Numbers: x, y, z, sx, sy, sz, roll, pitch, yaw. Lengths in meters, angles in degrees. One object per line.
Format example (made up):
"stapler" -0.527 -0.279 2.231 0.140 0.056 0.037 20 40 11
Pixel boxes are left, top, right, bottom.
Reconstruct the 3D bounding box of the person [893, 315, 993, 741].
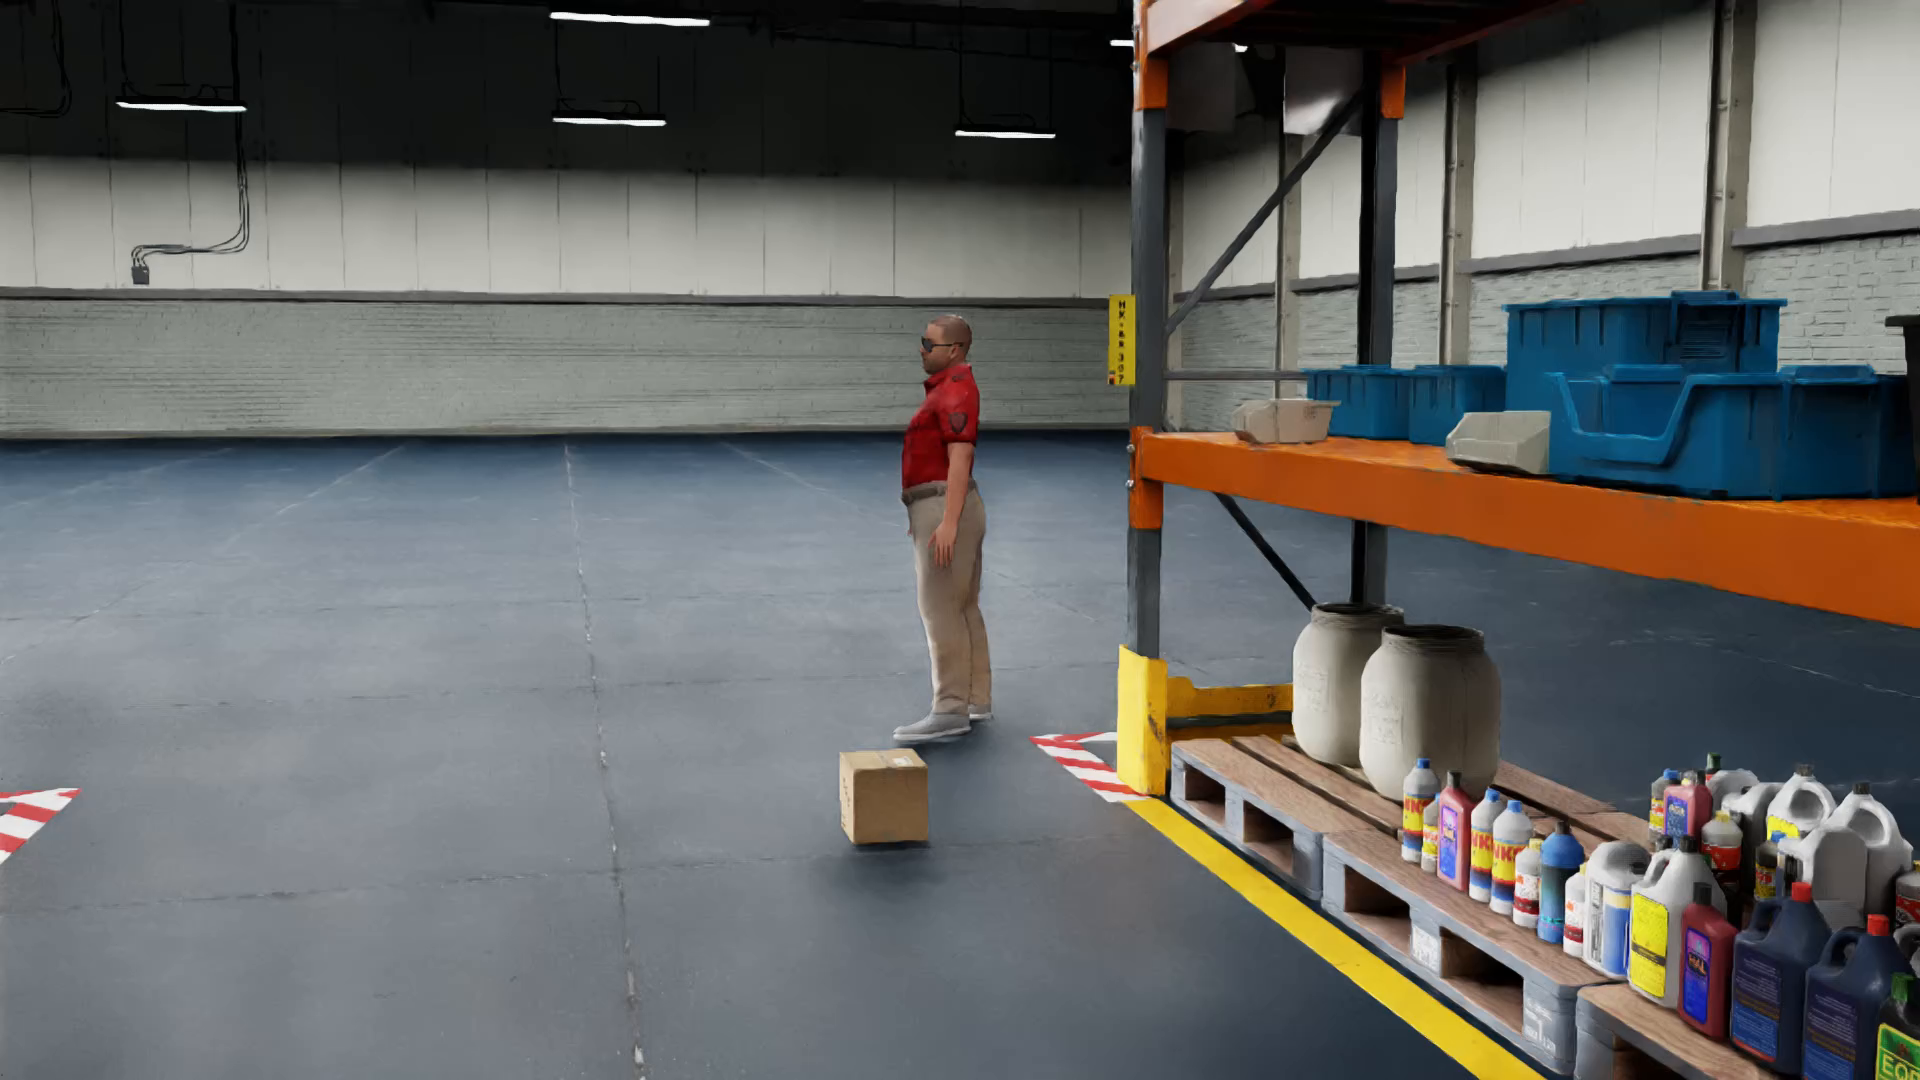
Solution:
"person" -0.062 -0.065 6.927 0.395 1.734 0.692 0 6 3
